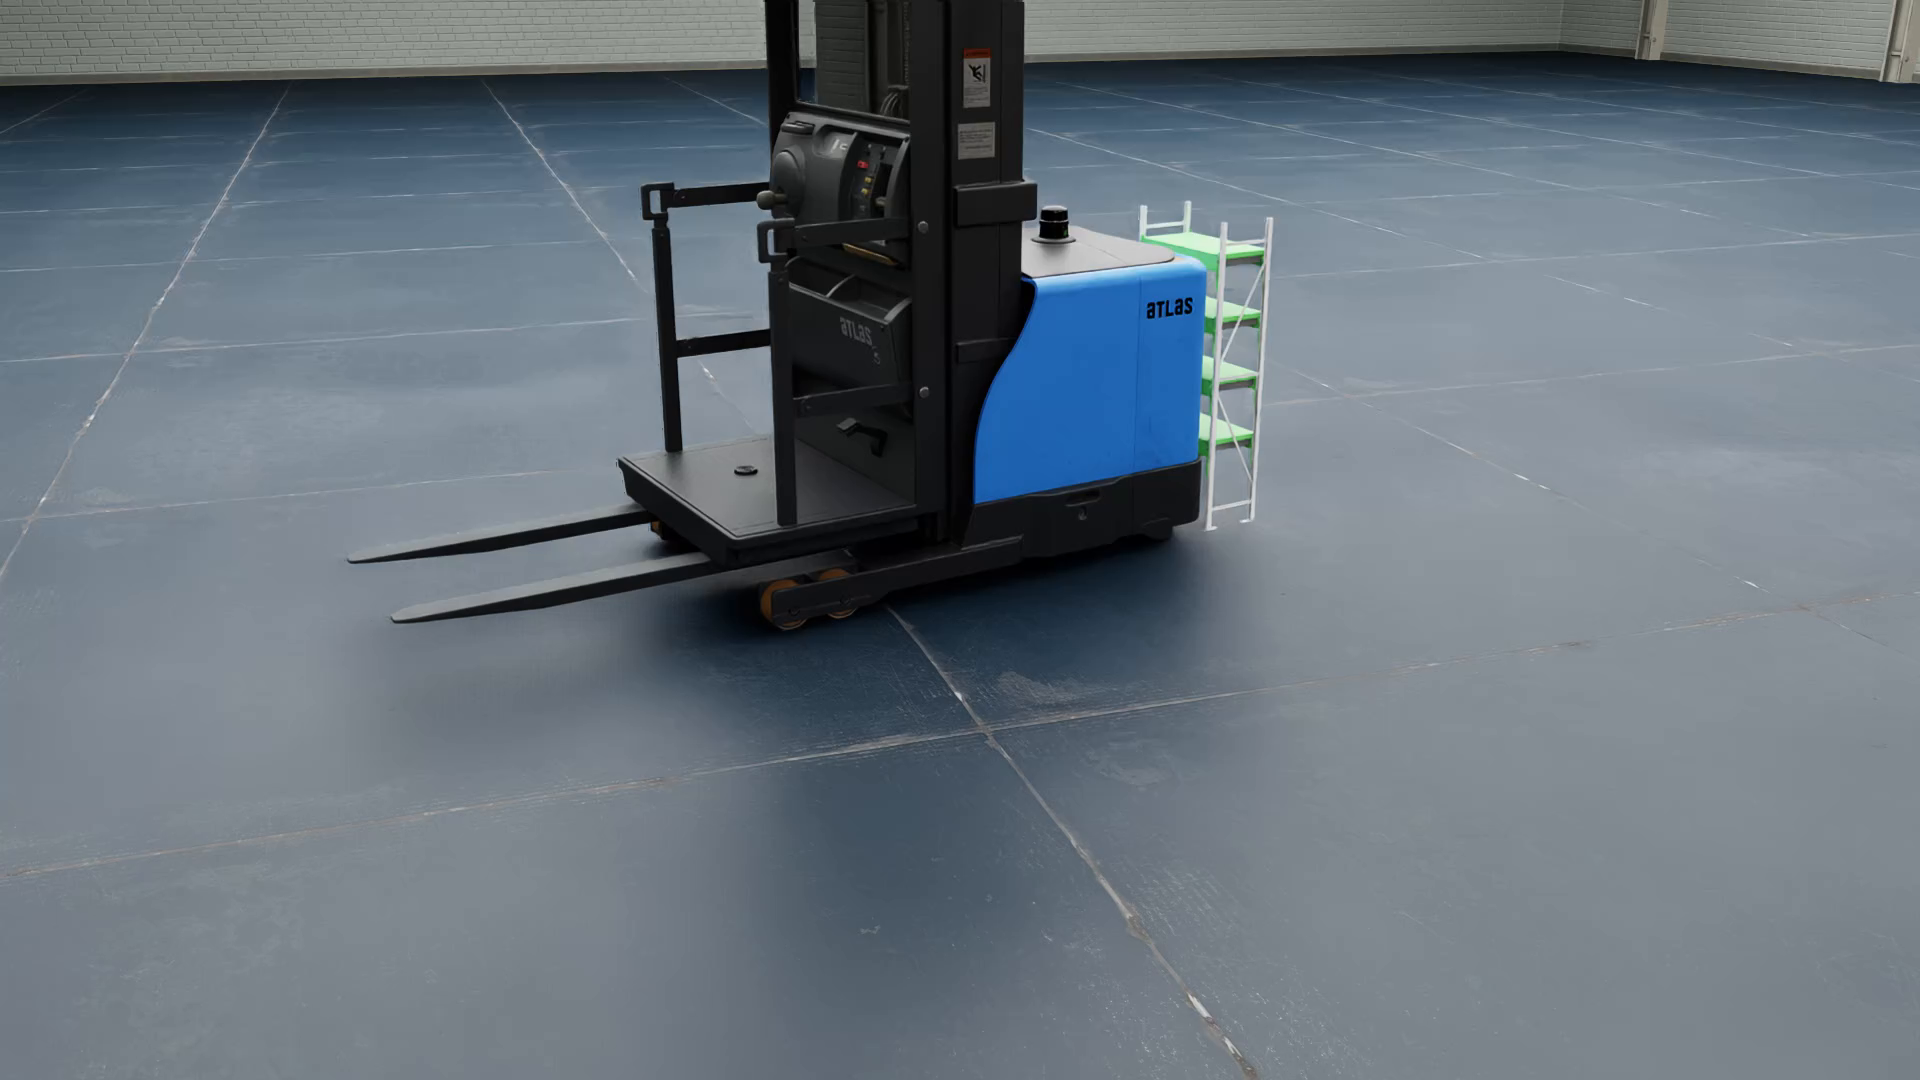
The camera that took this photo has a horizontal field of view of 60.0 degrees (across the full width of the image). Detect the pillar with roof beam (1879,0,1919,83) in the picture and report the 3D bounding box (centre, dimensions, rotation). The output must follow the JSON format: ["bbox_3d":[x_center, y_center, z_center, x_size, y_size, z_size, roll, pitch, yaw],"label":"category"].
[{"bbox_3d":[11.392,-11.354,24.714,9.100,9.000,0.400,-6,21,-17],"label":"pillar with roof beam"}]

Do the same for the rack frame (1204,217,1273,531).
[{"bbox_3d":[1.065,-0.623,6.374,0.240,1.200,0.015,-12,23,-29],"label":"rack frame"}]

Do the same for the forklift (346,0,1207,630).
[{"bbox_3d":[-0.599,-1.281,5.648,3.031,2.935,1.130,-12,23,-29],"label":"forklift"}]

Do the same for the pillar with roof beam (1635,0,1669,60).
[{"bbox_3d":[9.507,-13.279,30.074,9.100,9.000,0.400,-6,21,-17],"label":"pillar with roof beam"}]

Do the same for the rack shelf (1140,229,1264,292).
[{"bbox_3d":[0.939,-1.085,6.430,0.258,0.148,0.480,-12,23,-29],"label":"rack shelf"}]

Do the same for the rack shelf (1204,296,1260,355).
[{"bbox_3d":[0.939,-0.859,6.511,0.258,0.148,0.480,-12,23,-29],"label":"rack shelf"}]

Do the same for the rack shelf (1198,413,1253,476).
[{"bbox_3d":[0.939,-0.407,6.673,0.258,0.148,0.480,-12,23,-29],"label":"rack shelf"}]

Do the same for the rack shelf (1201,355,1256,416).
[{"bbox_3d":[0.939,-0.633,6.592,0.258,0.148,0.480,-12,23,-29],"label":"rack shelf"}]

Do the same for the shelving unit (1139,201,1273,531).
[{"bbox_3d":[0.939,-0.693,6.571,0.258,1.200,0.503,-12,23,-29],"label":"shelving unit"}]

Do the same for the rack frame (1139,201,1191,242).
[{"bbox_3d":[0.813,-0.764,6.767,0.240,1.200,0.015,-12,23,-29],"label":"rack frame"}]
